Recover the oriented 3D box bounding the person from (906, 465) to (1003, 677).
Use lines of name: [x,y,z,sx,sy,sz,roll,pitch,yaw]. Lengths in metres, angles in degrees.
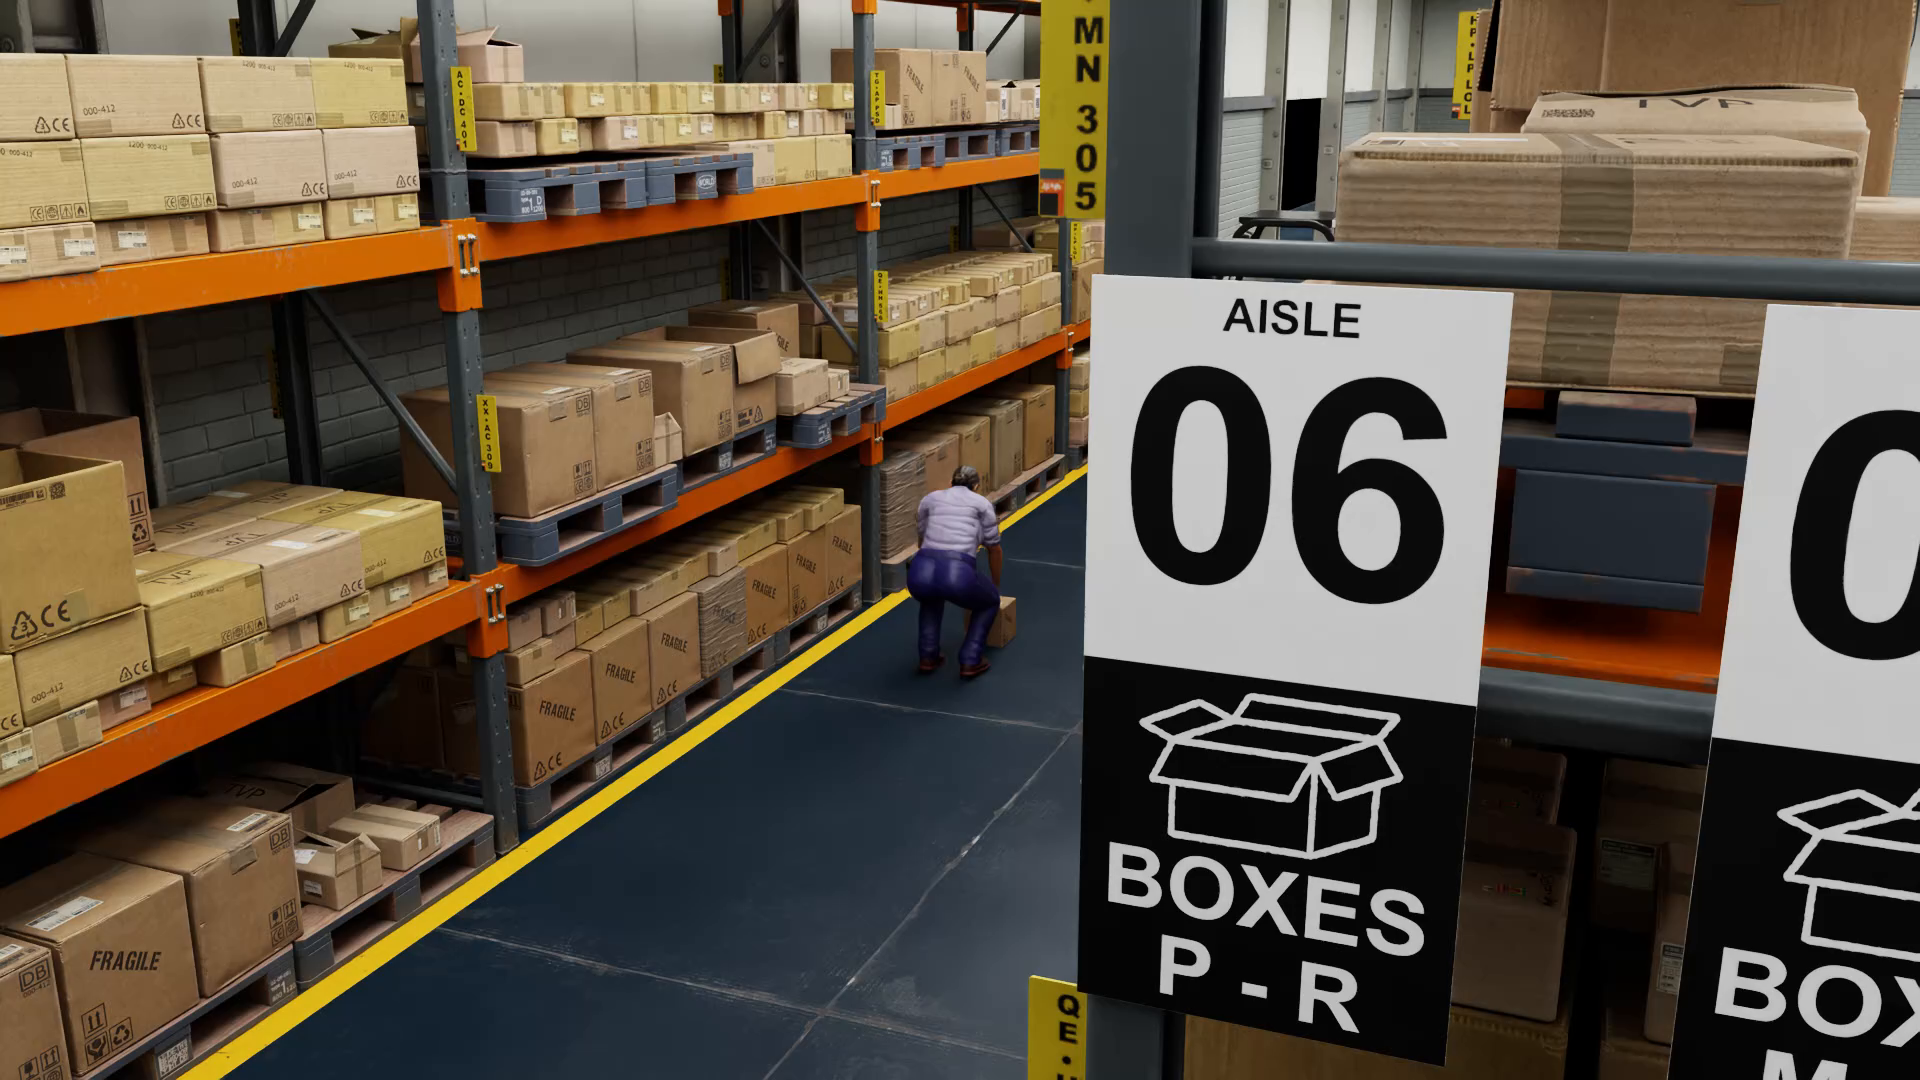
person: [-0.054,0.190,9.775,0.537,1.169,0.752,6,17,21]
